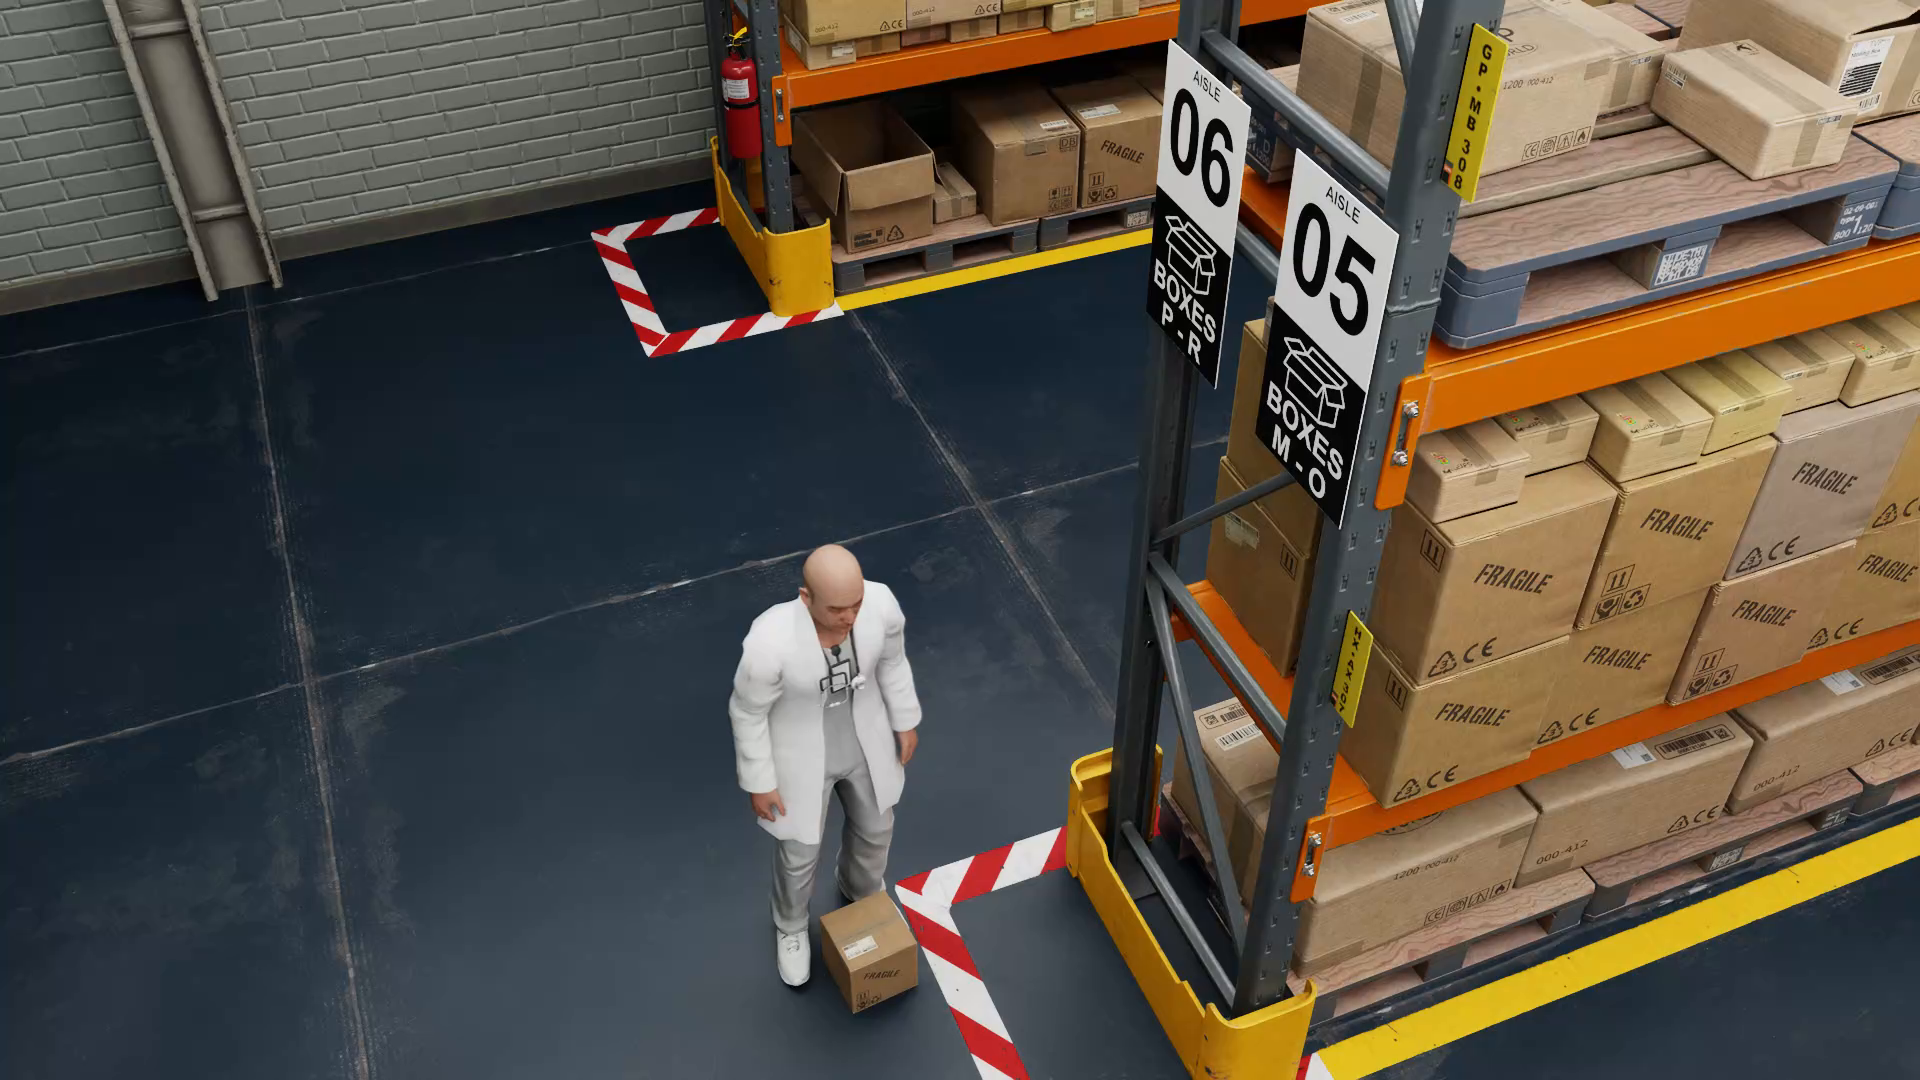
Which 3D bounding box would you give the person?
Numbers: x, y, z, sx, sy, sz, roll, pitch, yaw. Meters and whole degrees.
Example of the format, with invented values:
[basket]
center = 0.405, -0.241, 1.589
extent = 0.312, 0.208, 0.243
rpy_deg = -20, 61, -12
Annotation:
[person]
center = -0.413, 0.688, 5.385
extent = 0.651, 1.773, 0.427
rpy_deg = -21, 45, -22
